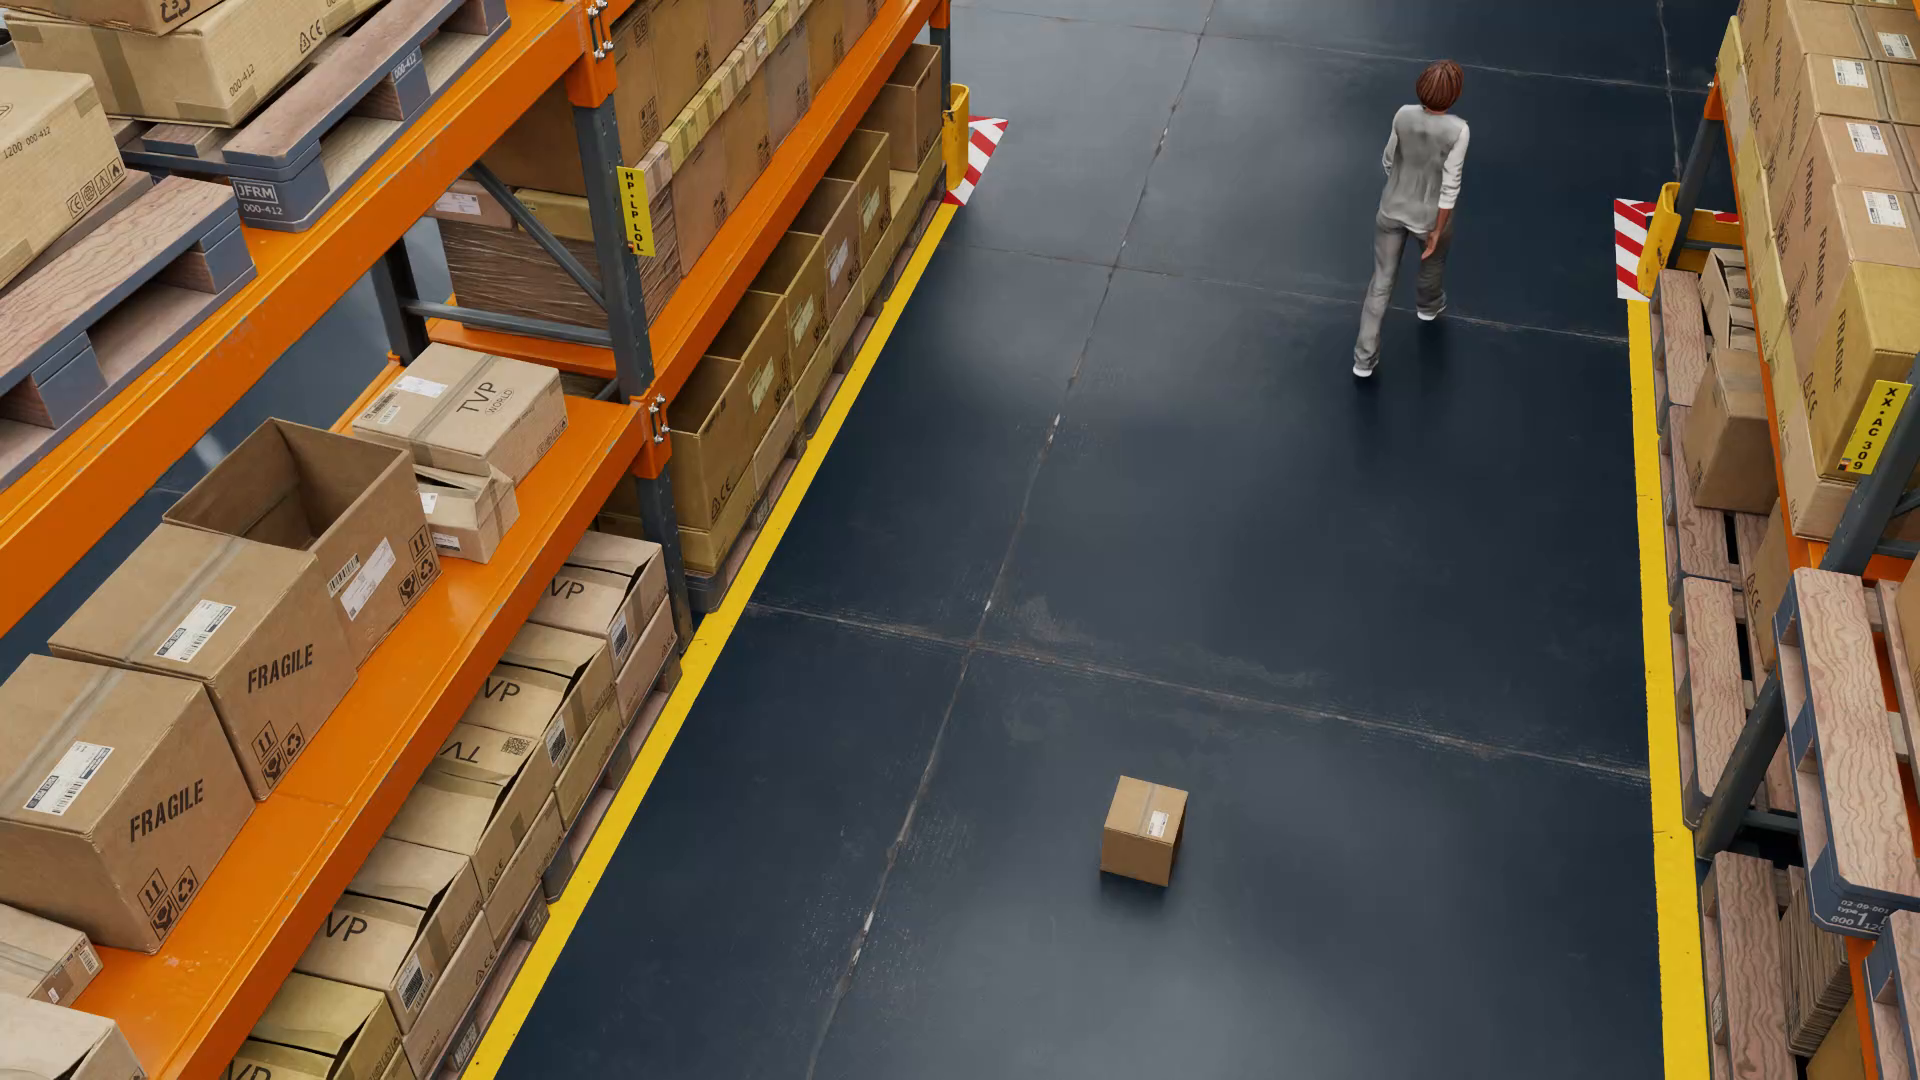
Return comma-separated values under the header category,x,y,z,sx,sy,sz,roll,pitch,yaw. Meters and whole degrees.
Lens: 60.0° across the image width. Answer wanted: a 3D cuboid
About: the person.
category,x,y,z,sx,sy,sz,roll,pitch,yaw
person,2.195,-1.610,7.960,0.417,1.543,0.937,21,46,22
